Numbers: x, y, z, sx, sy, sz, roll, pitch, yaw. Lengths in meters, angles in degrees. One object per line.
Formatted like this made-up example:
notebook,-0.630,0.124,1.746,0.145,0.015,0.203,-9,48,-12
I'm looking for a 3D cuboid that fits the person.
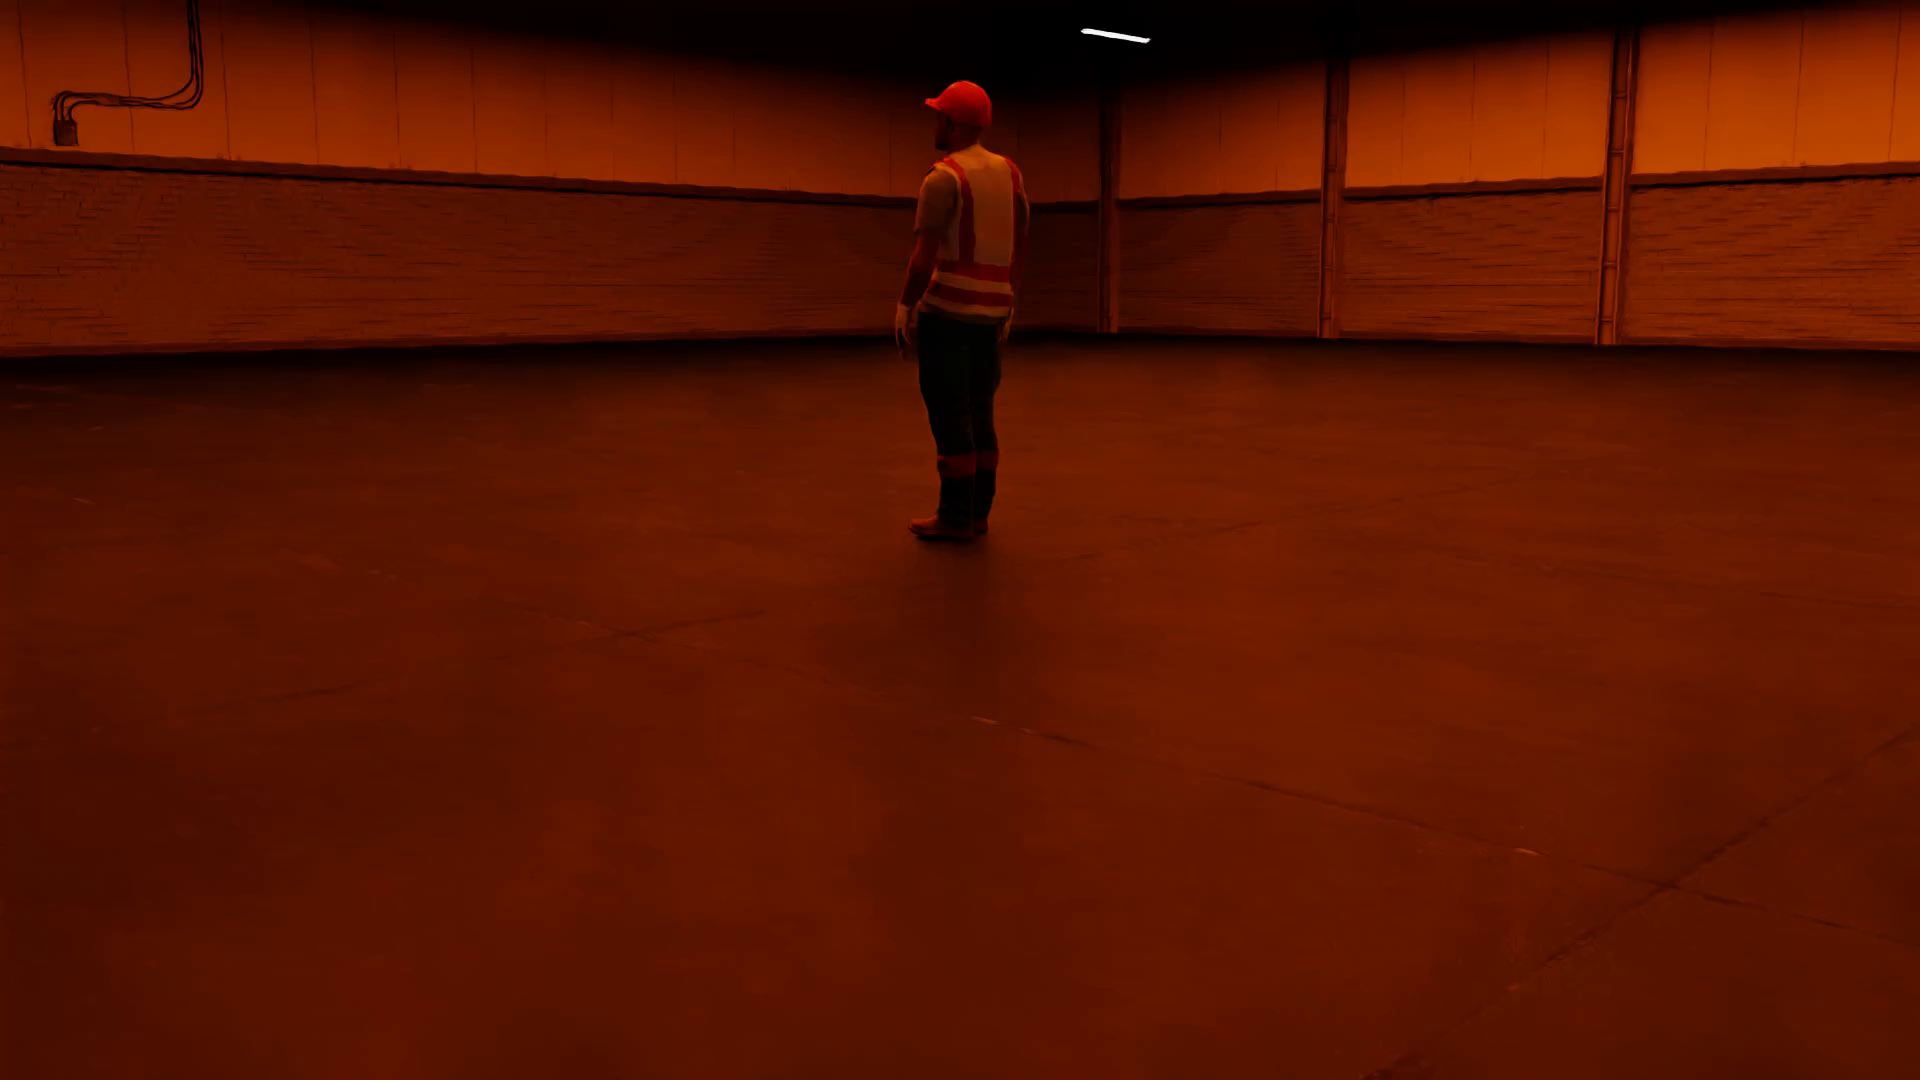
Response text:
person,-0.050,-0.901,6.646,0.563,1.787,0.637,8,12,43
